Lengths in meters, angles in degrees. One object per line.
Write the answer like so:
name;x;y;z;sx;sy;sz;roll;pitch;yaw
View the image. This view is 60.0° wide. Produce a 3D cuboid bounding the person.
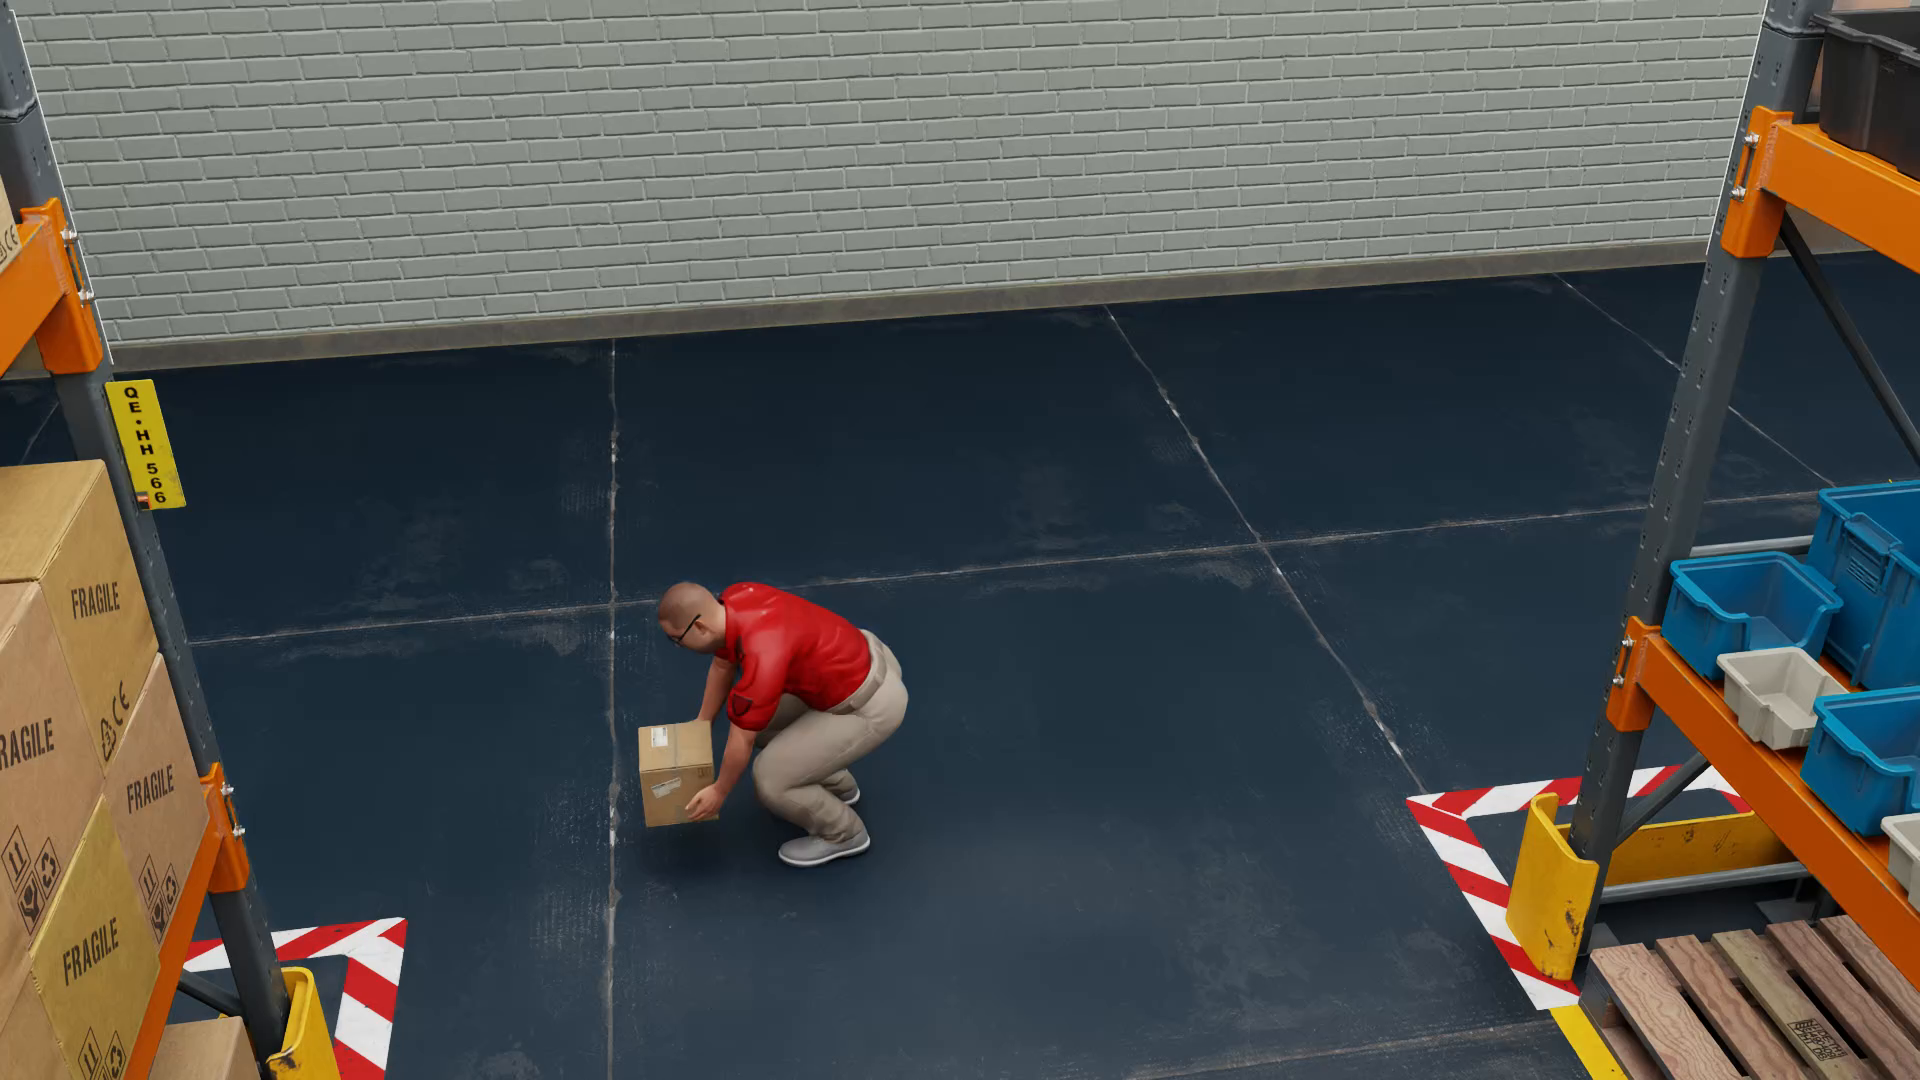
person;-0.581;0.580;5.761;0.794;0.997;0.523;-5;31;-9
